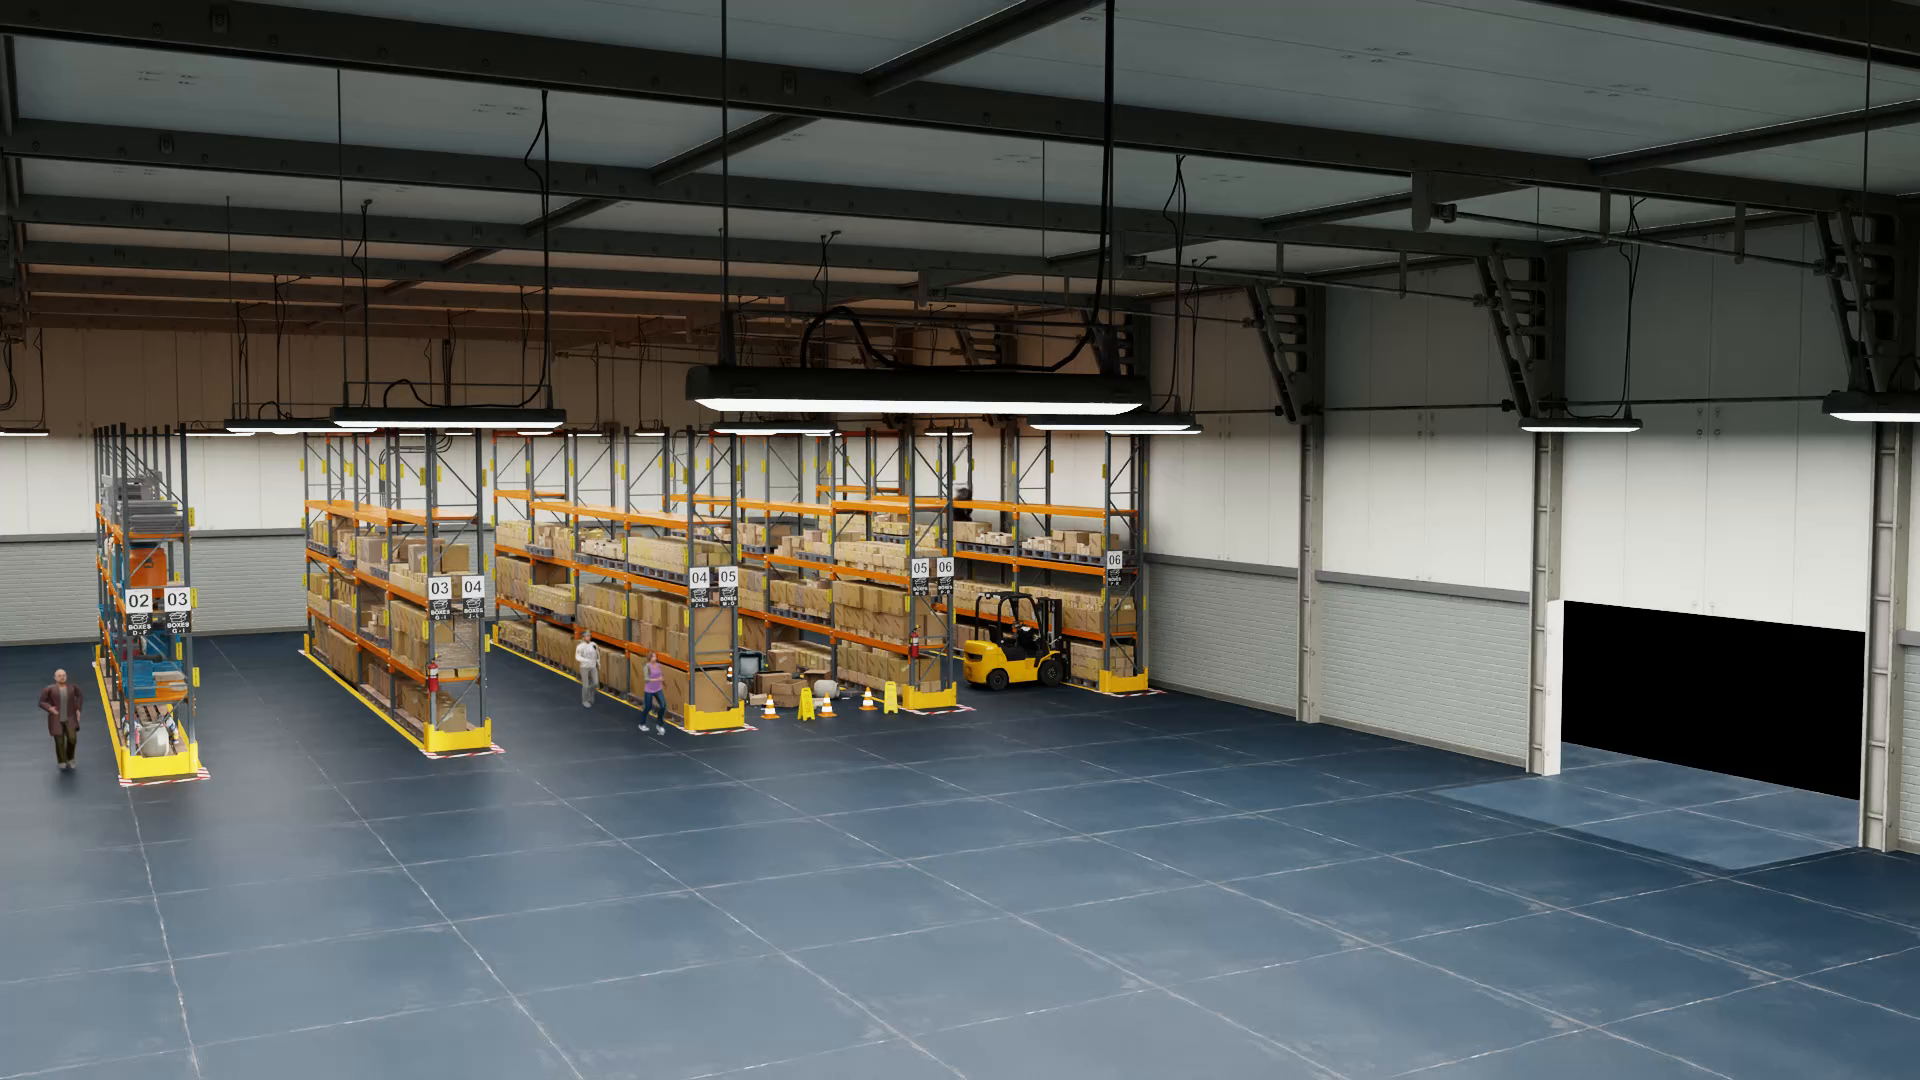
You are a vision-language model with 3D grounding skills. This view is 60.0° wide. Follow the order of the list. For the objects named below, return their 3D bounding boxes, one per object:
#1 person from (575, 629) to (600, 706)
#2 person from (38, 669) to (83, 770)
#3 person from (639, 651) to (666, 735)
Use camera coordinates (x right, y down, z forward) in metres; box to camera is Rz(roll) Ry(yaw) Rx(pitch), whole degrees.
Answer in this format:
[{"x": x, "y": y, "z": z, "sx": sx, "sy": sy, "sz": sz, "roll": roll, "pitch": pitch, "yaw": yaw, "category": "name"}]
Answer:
[{"x": -7.913, "y": 2.737, "z": 35.525, "sx": 0.595, "sy": 1.654, "sz": 0.584, "roll": -2, "pitch": 4, "yaw": -32, "category": "person"}, {"x": -15.470, "y": 3.109, "z": 28.659, "sx": 0.711, "sy": 1.760, "sz": 0.691, "roll": -2, "pitch": 4, "yaw": -35, "category": "person"}, {"x": -5.960, "y": 2.965, "z": 32.273, "sx": 0.705, "sy": 1.638, "sz": 0.509, "roll": 3, "pitch": 5, "yaw": 40, "category": "person"}]
